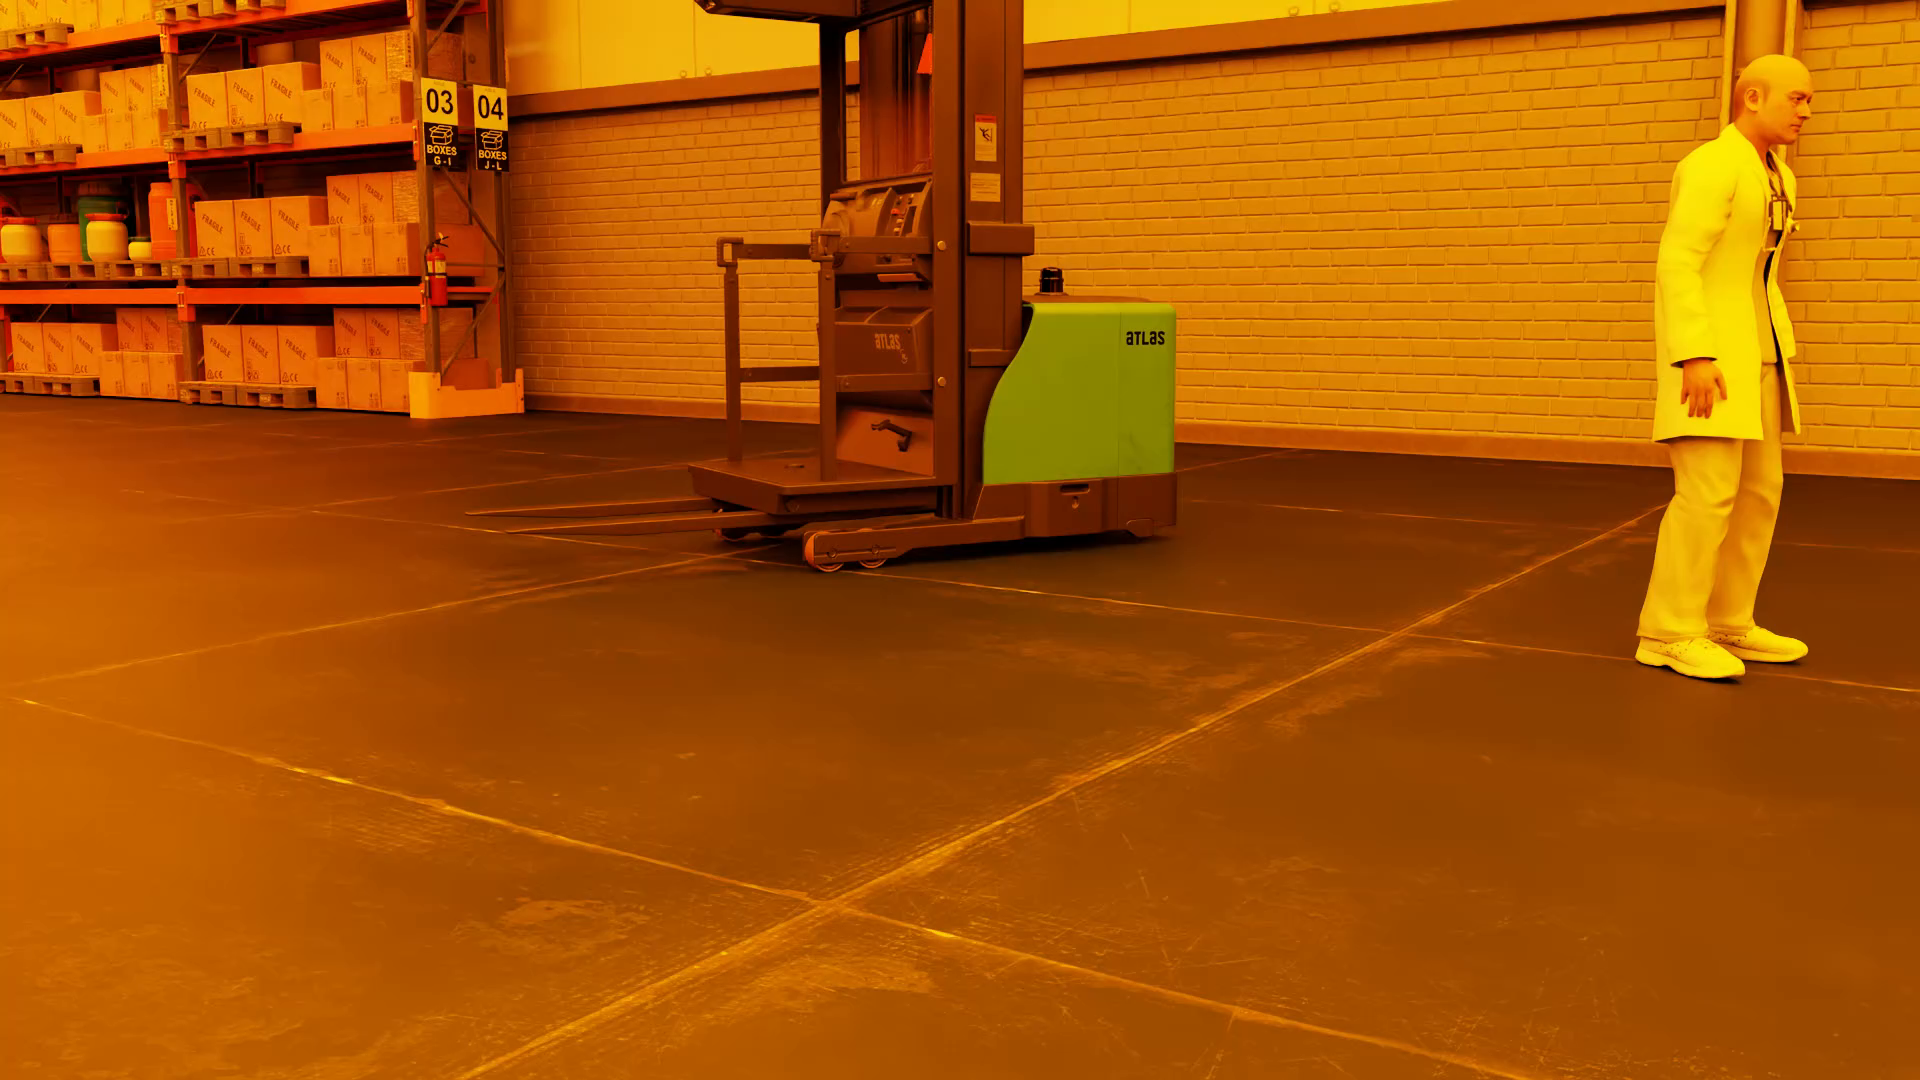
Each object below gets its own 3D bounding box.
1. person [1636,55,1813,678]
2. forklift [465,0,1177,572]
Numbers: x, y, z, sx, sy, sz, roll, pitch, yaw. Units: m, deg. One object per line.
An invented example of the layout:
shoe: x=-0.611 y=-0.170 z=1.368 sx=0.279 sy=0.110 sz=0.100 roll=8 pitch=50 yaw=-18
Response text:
person: x=2.275 y=-0.512 z=4.904 sx=0.649 sy=1.774 sz=0.420 roll=-7 pitch=11 yaw=-40
forklift: x=-0.546 y=-1.407 z=7.087 sx=3.031 sy=2.935 sz=1.130 roll=-5 pitch=9 yaw=-30
